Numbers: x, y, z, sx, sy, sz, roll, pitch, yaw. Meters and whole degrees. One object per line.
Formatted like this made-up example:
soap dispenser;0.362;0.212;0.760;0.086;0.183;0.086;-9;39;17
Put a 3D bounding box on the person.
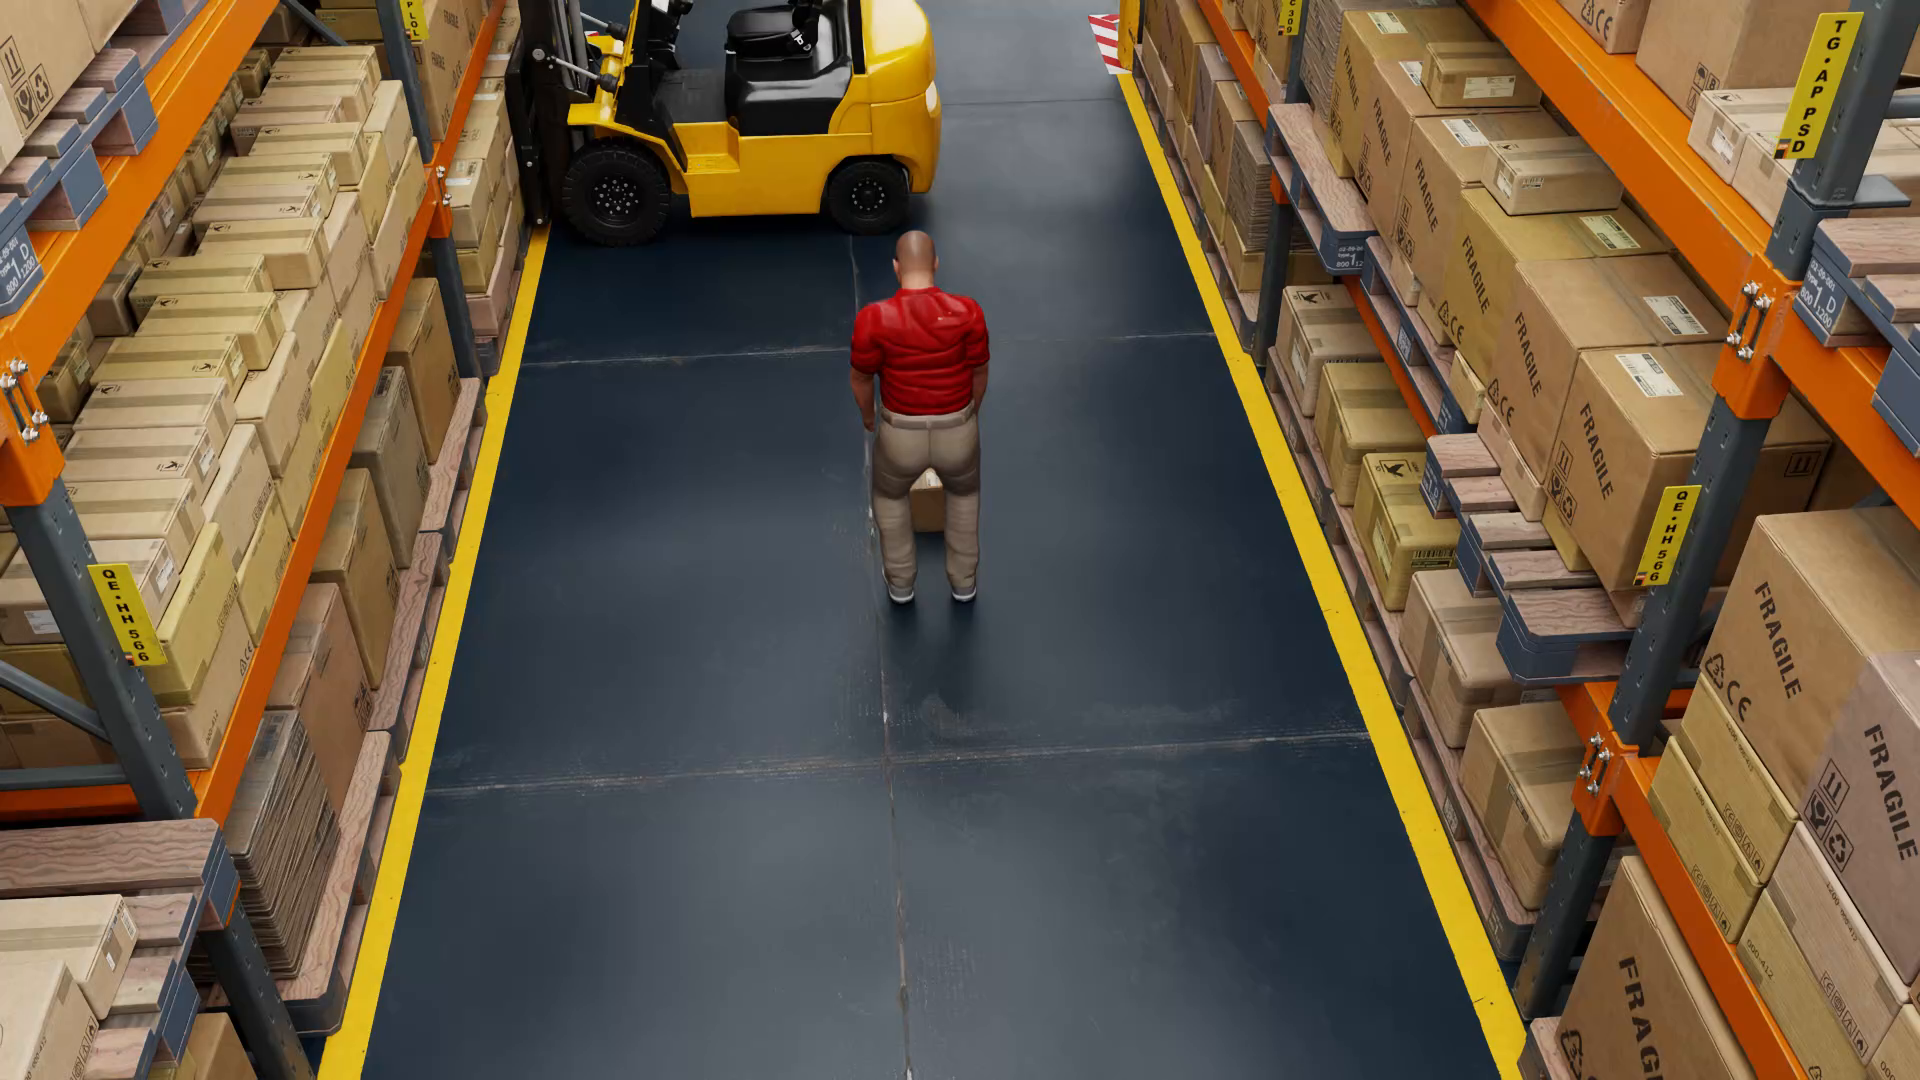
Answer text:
person;-0.160;-0.452;6.779;0.557;1.677;0.425;-2;39;-3
